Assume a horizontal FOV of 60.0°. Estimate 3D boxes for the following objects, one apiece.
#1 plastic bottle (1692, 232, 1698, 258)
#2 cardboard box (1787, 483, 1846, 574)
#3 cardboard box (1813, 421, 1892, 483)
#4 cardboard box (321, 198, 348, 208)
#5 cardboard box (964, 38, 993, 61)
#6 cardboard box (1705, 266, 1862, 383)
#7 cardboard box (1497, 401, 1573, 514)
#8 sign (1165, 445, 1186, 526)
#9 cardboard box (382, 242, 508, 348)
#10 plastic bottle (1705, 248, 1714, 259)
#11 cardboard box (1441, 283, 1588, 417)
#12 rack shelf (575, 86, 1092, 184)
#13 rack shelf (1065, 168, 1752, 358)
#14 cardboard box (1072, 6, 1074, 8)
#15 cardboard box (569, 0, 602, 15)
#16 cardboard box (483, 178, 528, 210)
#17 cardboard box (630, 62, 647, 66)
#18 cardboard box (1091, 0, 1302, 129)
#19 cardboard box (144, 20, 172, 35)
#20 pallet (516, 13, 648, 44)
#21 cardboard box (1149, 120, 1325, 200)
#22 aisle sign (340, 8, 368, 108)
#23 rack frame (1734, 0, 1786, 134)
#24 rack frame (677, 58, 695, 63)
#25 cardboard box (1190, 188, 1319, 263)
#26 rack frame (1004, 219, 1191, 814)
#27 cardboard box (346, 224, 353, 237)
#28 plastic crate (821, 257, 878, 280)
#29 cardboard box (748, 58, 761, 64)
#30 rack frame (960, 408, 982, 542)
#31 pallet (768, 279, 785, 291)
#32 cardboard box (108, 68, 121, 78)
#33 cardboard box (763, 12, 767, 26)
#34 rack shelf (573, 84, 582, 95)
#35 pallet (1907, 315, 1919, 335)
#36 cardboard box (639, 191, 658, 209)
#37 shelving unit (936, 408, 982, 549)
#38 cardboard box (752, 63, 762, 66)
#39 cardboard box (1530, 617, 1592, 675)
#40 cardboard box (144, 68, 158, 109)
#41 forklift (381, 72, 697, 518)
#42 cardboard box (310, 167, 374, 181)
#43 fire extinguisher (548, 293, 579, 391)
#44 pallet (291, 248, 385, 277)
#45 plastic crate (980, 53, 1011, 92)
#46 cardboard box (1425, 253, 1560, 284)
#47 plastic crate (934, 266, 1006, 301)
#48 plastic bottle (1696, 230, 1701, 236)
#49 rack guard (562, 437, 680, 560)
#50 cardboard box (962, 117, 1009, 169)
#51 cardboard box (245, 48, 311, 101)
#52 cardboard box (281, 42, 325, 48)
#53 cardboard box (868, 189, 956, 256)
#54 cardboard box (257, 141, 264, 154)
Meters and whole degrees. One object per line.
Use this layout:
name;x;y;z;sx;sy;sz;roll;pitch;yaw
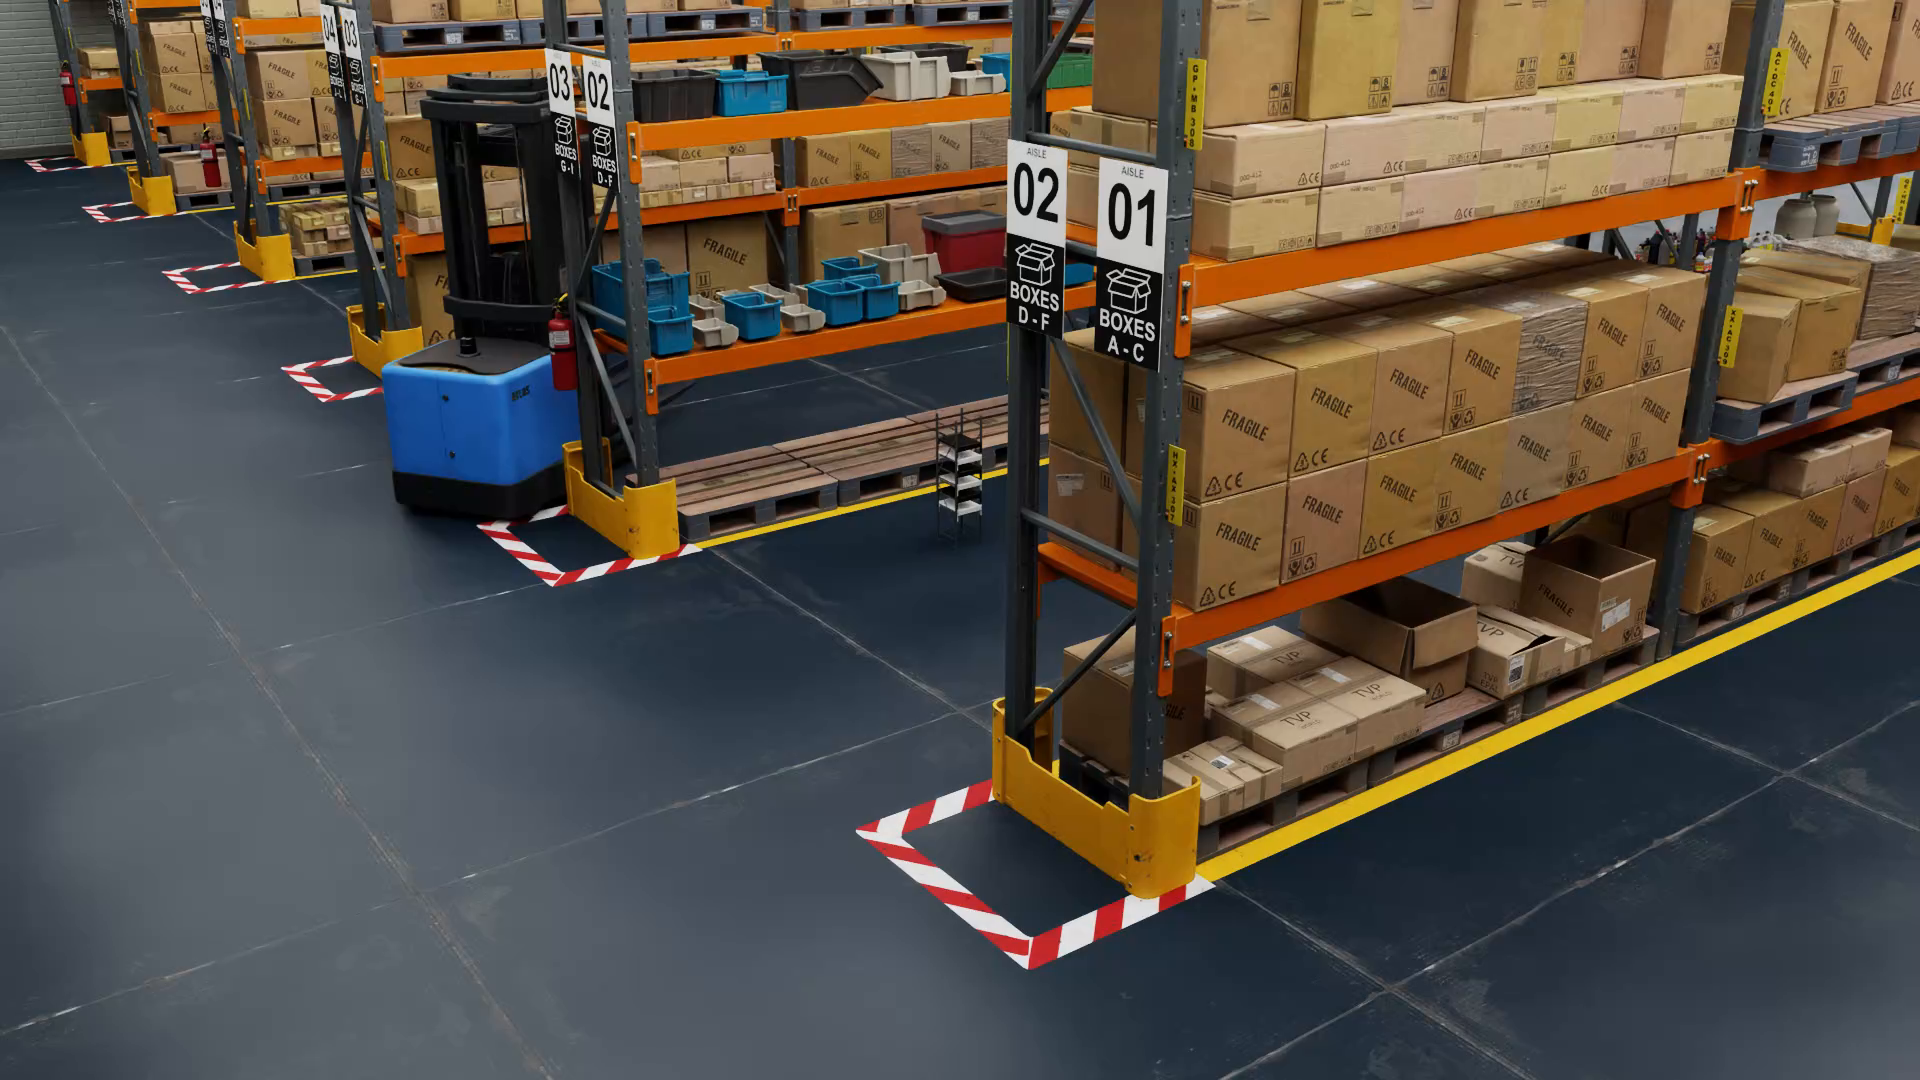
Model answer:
plastic bottle;8.257;-3.326;18.755;0.133;0.283;0.061;-15;26;-33
cardboard box;5.171;-0.147;10.498;0.500;0.500;0.500;-15;26;-32
cardboard box;5.553;-0.596;10.611;0.500;0.250;0.500;-16;26;-34
cardboard box;-7.389;-3.947;19.717;0.250;0.149;0.380;-16;27;-34
cardboard box;0.059;-7.146;23.774;0.500;0.500;0.700;-15;26;-33
cardboard box;4.836;-1.293;9.887;0.500;0.500;0.700;-10;24;-25
cardboard box;2.711;-0.485;8.430;0.500;0.500;0.500;-14;26;-32
sign;0.870;-0.221;6.735;0.005;0.325;0.100;-15;26;-33
cardboard box;-4.757;-2.334;15.499;0.875;0.875;0.875;-15;26;-33
plastic bottle;8.165;-3.025;18.012;0.135;0.276;0.152;-14;26;-31
cardboard box;2.717;-0.951;8.248;0.500;0.500;0.500;-15;26;-32
rack shelf;-0.714;-2.965;11.703;4.000;0.370;1.077;-15;26;-33
rack shelf;2.176;-1.474;7.967;4.000;0.370;1.077;-15;26;-33
cardboard box;1.507;-6.195;19.029;0.500;0.250;0.500;-15;26;-33
cardboard box;-3.529;-5.137;15.340;0.500;0.500;0.700;-14;25;-31
cardboard box;-4.264;-3.169;15.092;0.500;0.250;0.500;-15;26;-33
cardboard box;-5.188;-7.304;25.855;0.500;0.250;0.500;-14;26;-32
cardboard box;0.960;-2.002;6.836;0.500;0.500;0.700;-15;26;-33
cardboard box;-10.567;-6.750;21.907;0.250;0.149;0.380;-14;26;-32
pallet;-3.642;-4.745;15.312;1.213;0.211;1.003;-15;26;-33
cardboard box;1.122;-1.571;6.766;0.500;0.250;0.500;-15;26;-33
aisle sign;-5.113;-4.065;14.028;0.004;0.787;0.394;-15;26;-33
rack frame;3.800;-3.634;8.362;0.127;3.000;1.000;-15;26;-33
rack frame;-4.523;-7.676;26.586;0.127;3.000;1.000;-15;26;-33
cardboard box;1.118;-1.340;6.863;0.500;0.250;0.500;-15;26;-33
rack frame;0.553;0.018;7.305;0.127;3.000;1.000;-15;26;-33
cardboard box;-7.067;-3.645;19.361;0.250;0.149;0.380;-15;26;-32
plastic crate;-0.820;-1.945;12.368;0.300;0.233;0.416;-15;26;-33
cardboard box;-2.672;-6.354;22.242;0.250;0.149;0.380;-16;27;-35
rack frame;0.076;-0.438;11.280;0.006;0.900;0.240;-15;26;-33
pallet;-1.400;-2.724;17.937;1.213;0.211;1.003;-15;26;-33
cardboard box;-13.313;-7.378;26.178;0.250;0.149;0.380;-14;26;-32
cardboard box;-3.177;-8.316;27.085;0.500;0.500;0.500;-14;26;-32
rack shelf;-6.147;-6.909;25.635;4.000;0.370;1.077;-15;26;-33
pallet;6.537;-1.457;11.259;1.003;0.211;1.213;-15;26;-33
cardboard box;-3.082;-3.270;15.882;0.250;0.149;0.380;-15;26;-34
shelving unit;-0.007;-0.416;11.225;0.210;0.900;0.258;-15;26;-33
cardboard box;-2.512;-6.100;21.605;0.250;0.149;0.380;-15;26;-33
cardboard box;3.234;0.580;9.150;0.250;0.149;0.380;-15;26;-33
cardboard box;-10.780;-6.175;22.689;0.500;0.500;0.500;-15;26;-33
forklift;-3.072;-2.029;12.525;1.130;2.935;3.031;8;23;18
cardboard box;-9.069;-5.518;24.068;0.875;0.438;0.875;-16;27;-34
fire extinguisher;-2.725;-1.368;11.385;0.183;0.674;0.296;-15;26;-33
pallet;-7.303;-3.364;19.542;1.213;0.211;1.003;-15;26;-33
plastic crate;0.357;-3.361;11.951;0.300;0.233;0.416;-15;26;-33
cardboard box;2.834;-1.230;8.947;0.500;0.500;0.500;-16;27;-34
plastic crate;0.158;-1.916;12.441;0.590;0.125;0.437;-15;26;-33
plastic bottle;8.310;-3.381;18.905;0.135;0.276;0.152;-14;26;-32
rack guard;-2.349;-0.303;11.482;0.348;0.500;1.175;-15;26;-33
cardboard box;0.181;-4.340;18.092;0.500;0.500;0.500;-16;27;-35
cardboard box;-7.525;-5.144;18.354;0.500;0.500;0.500;-15;26;-33
cardboard box;-7.407;-5.410;19.021;0.500;0.500;0.500;-16;27;-35
cardboard box;-0.750;-3.376;18.109;0.875;0.875;1.225;-16;27;-35
cardboard box;-7.945;-4.516;19.006;0.250;0.149;0.380;-15;26;-33
